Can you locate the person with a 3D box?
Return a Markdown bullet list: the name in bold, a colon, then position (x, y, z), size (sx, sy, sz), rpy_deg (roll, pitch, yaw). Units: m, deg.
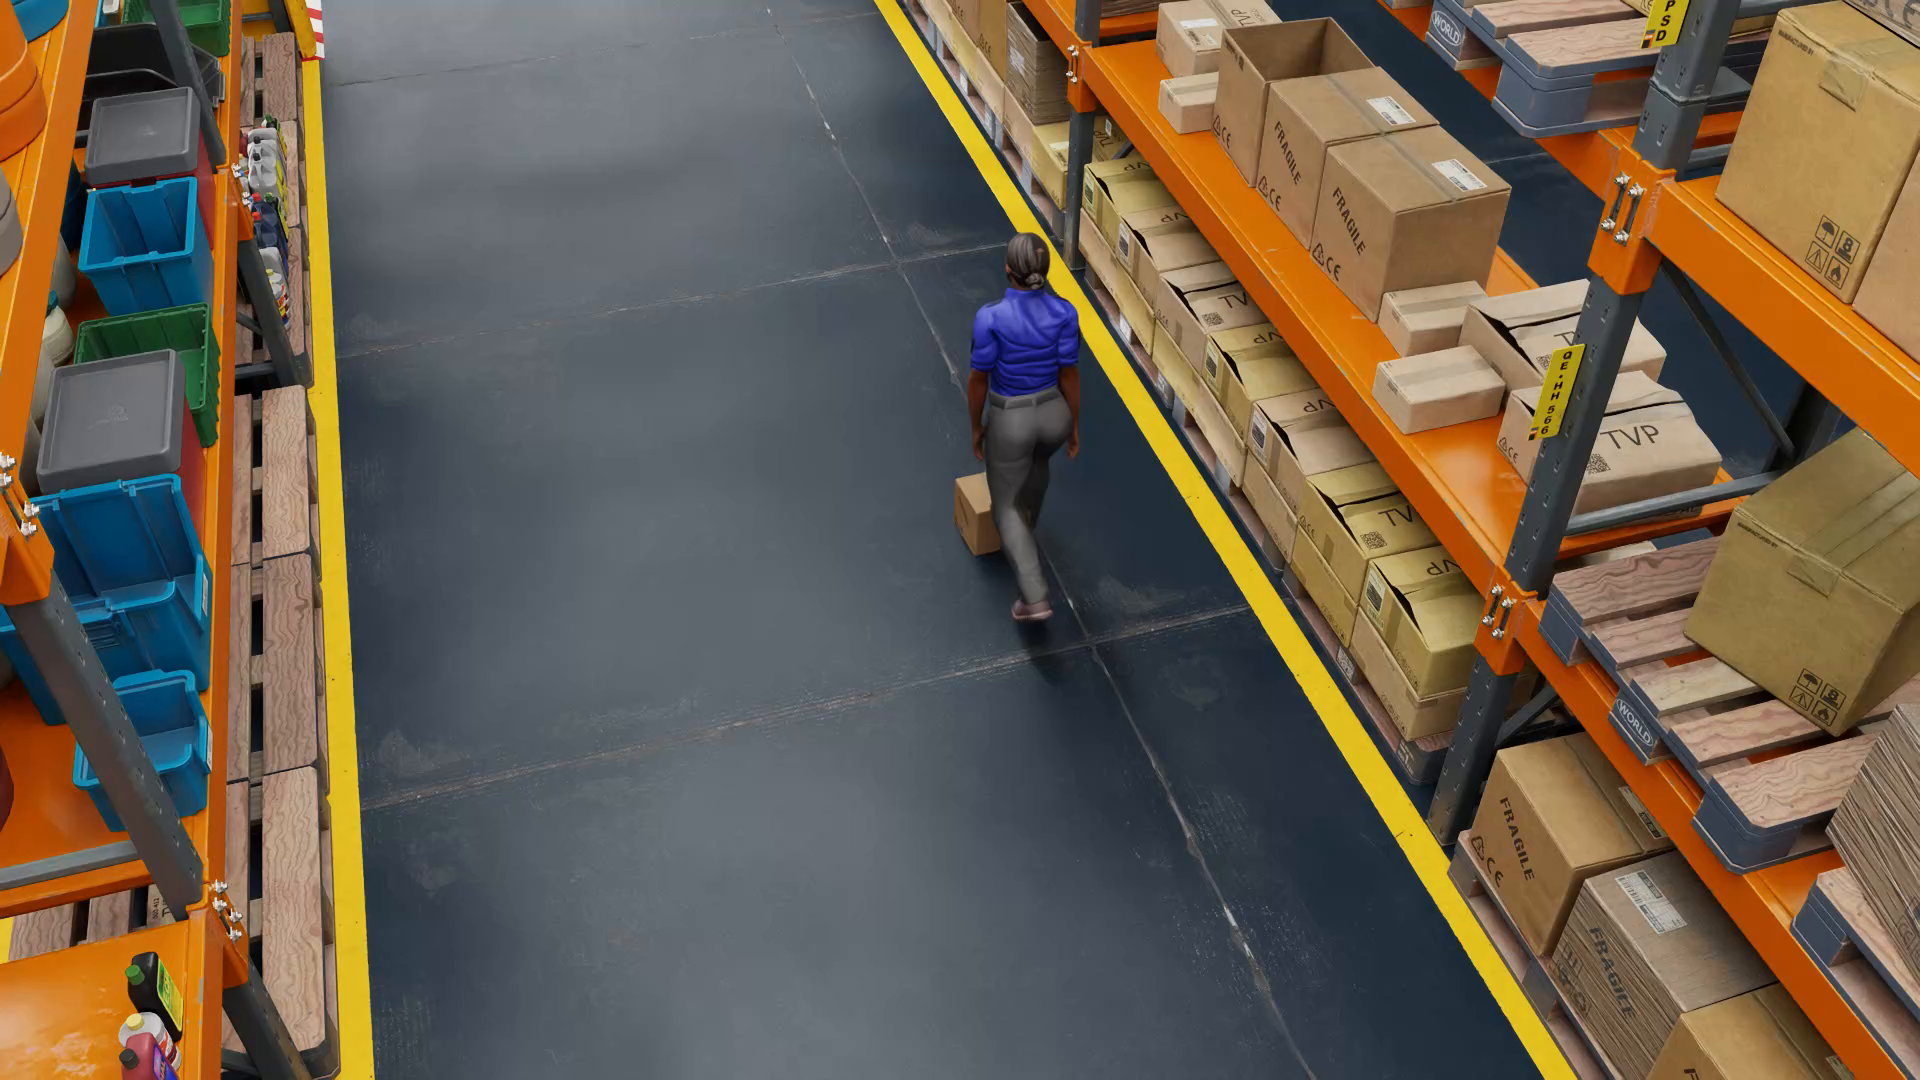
- **person**: position (0.268, -0.445, 6.665), size (0.449, 1.606, 0.987), rpy_deg (-11, 44, -12)
